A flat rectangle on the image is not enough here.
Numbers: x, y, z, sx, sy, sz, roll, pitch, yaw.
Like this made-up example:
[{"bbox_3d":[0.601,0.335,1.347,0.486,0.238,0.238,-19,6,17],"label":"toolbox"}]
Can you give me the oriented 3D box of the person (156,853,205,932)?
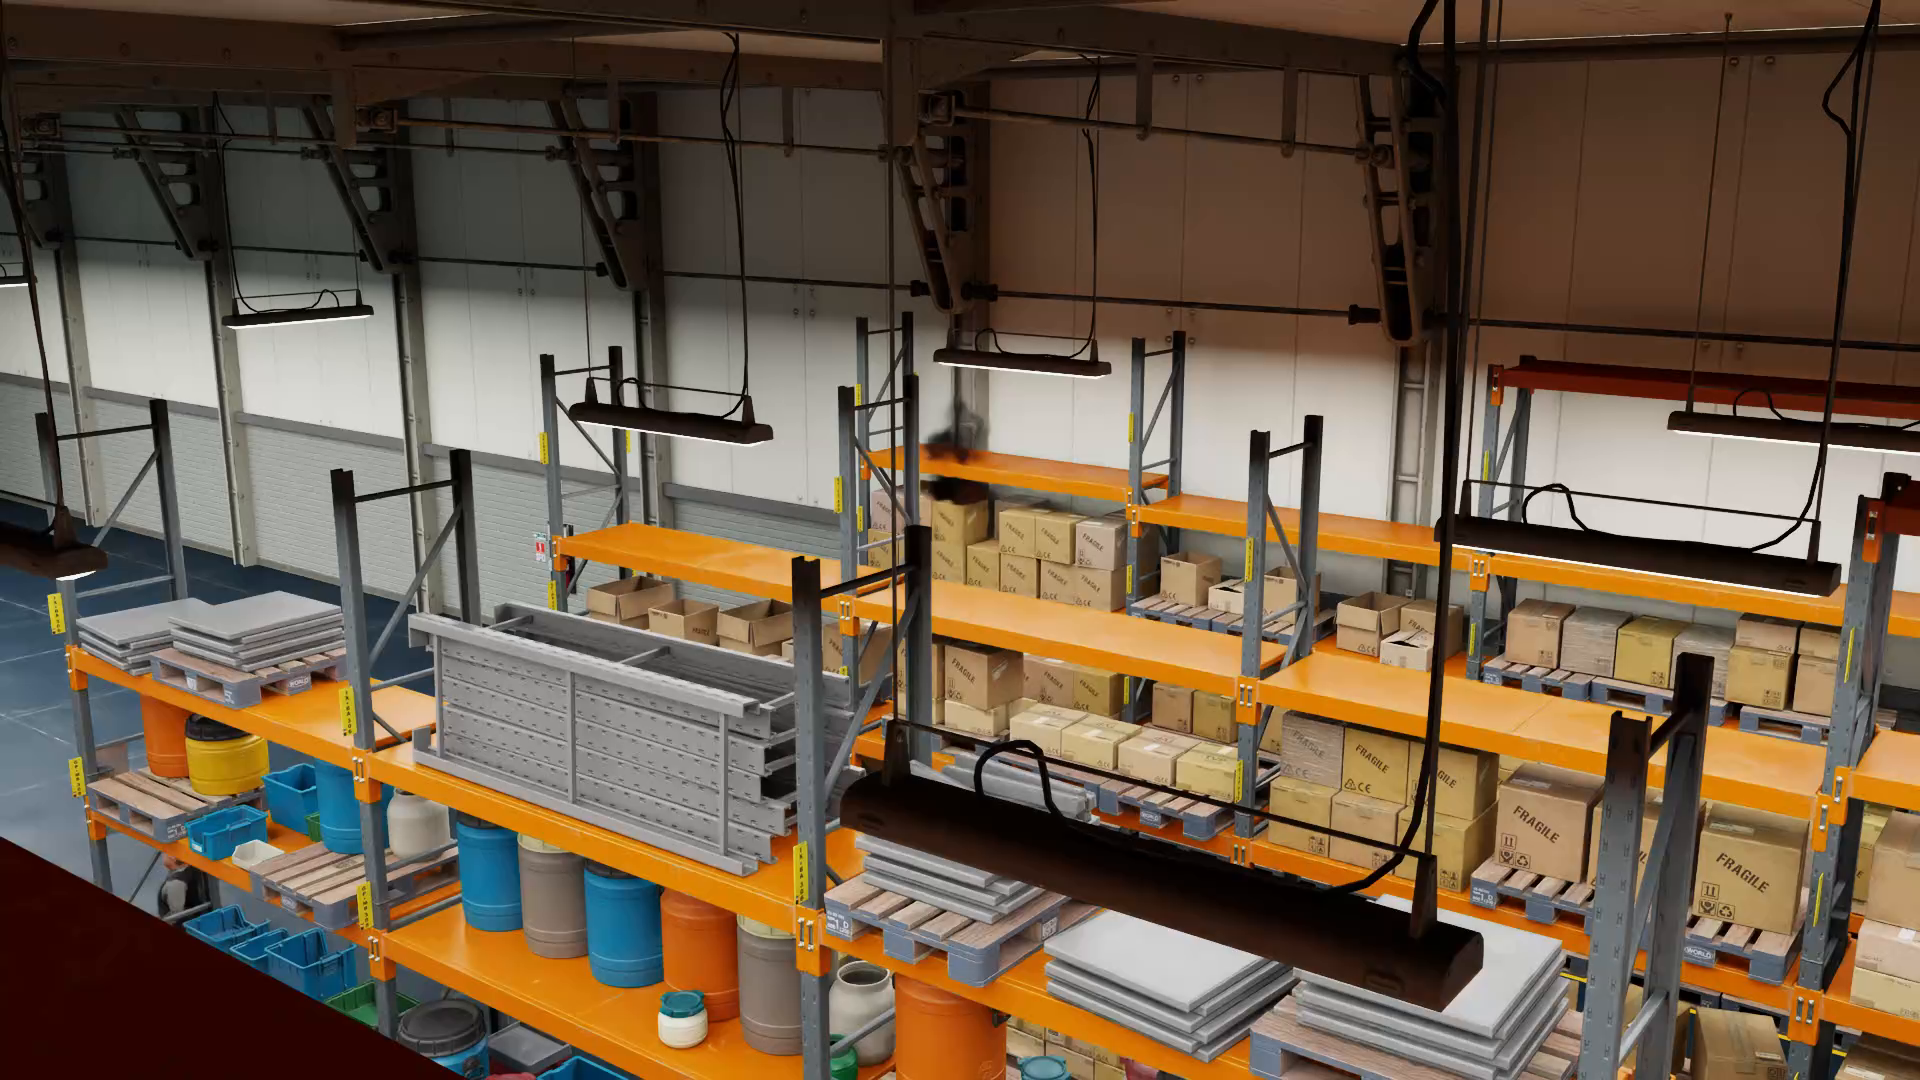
[{"bbox_3d":[-7.334,3.666,15.793,0.584,1.675,0.664,-1,13,-4],"label":"person"}]
